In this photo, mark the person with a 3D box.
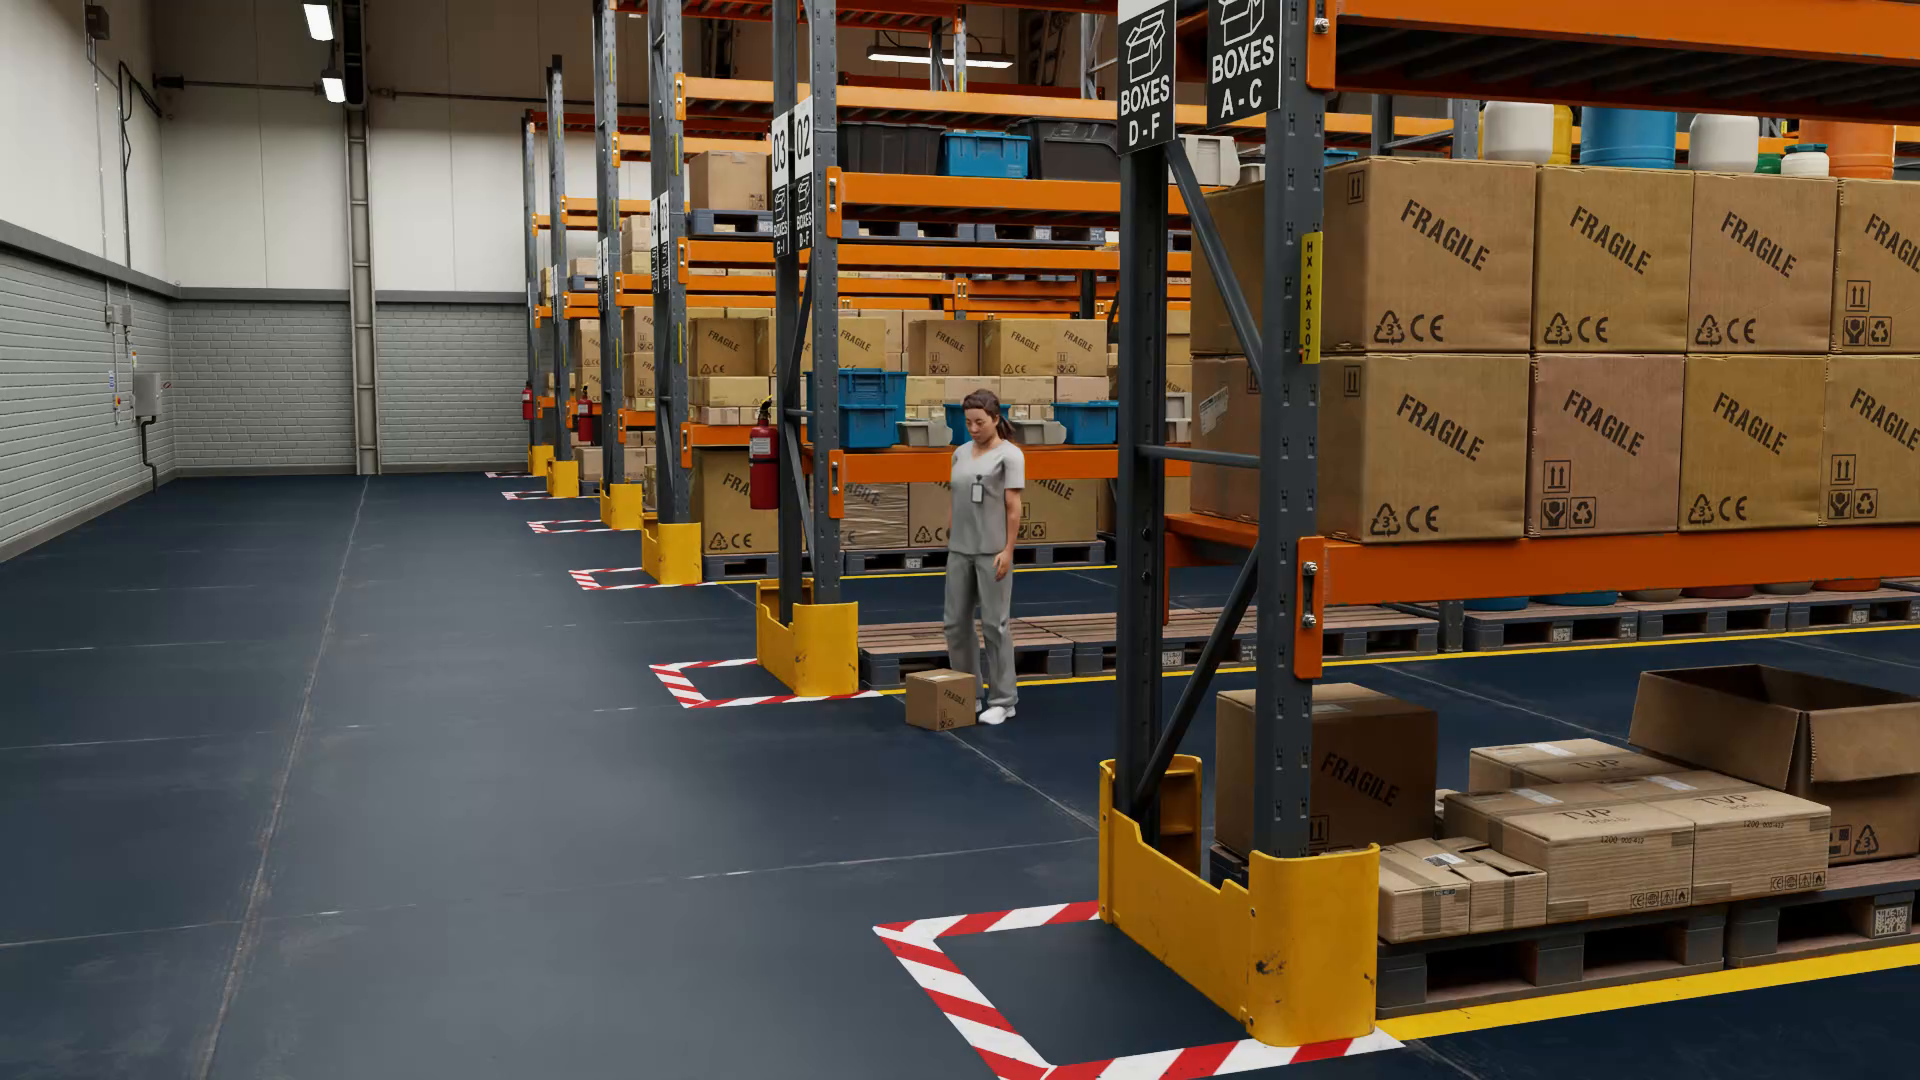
[{"bbox_3d":[0.127,0.075,8.370,0.444,1.671,0.358,4,7,36],"label":"person"}]
